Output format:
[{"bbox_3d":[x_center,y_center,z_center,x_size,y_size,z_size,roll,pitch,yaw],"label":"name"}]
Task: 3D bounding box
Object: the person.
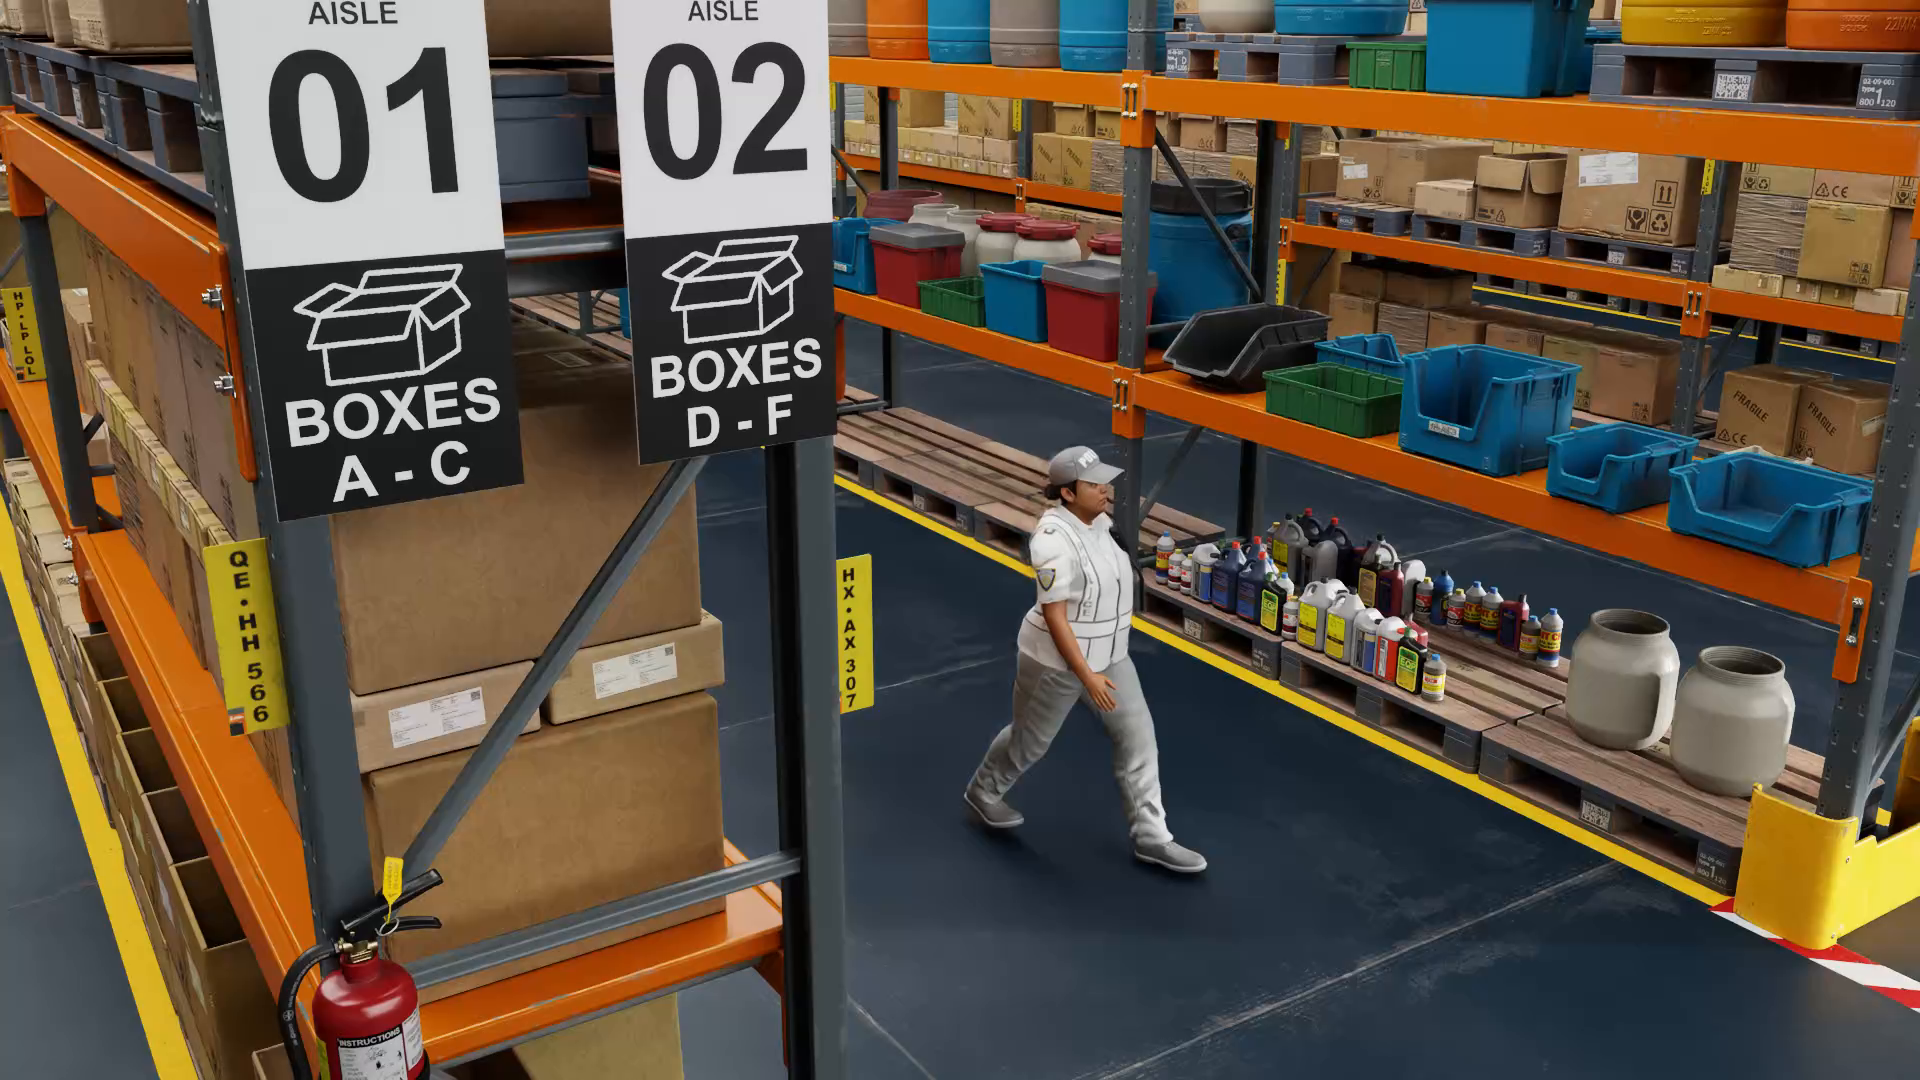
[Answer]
[{"bbox_3d":[0.449,0.437,6.231,1.019,1.606,0.469,15,23,38],"label":"person"}]
